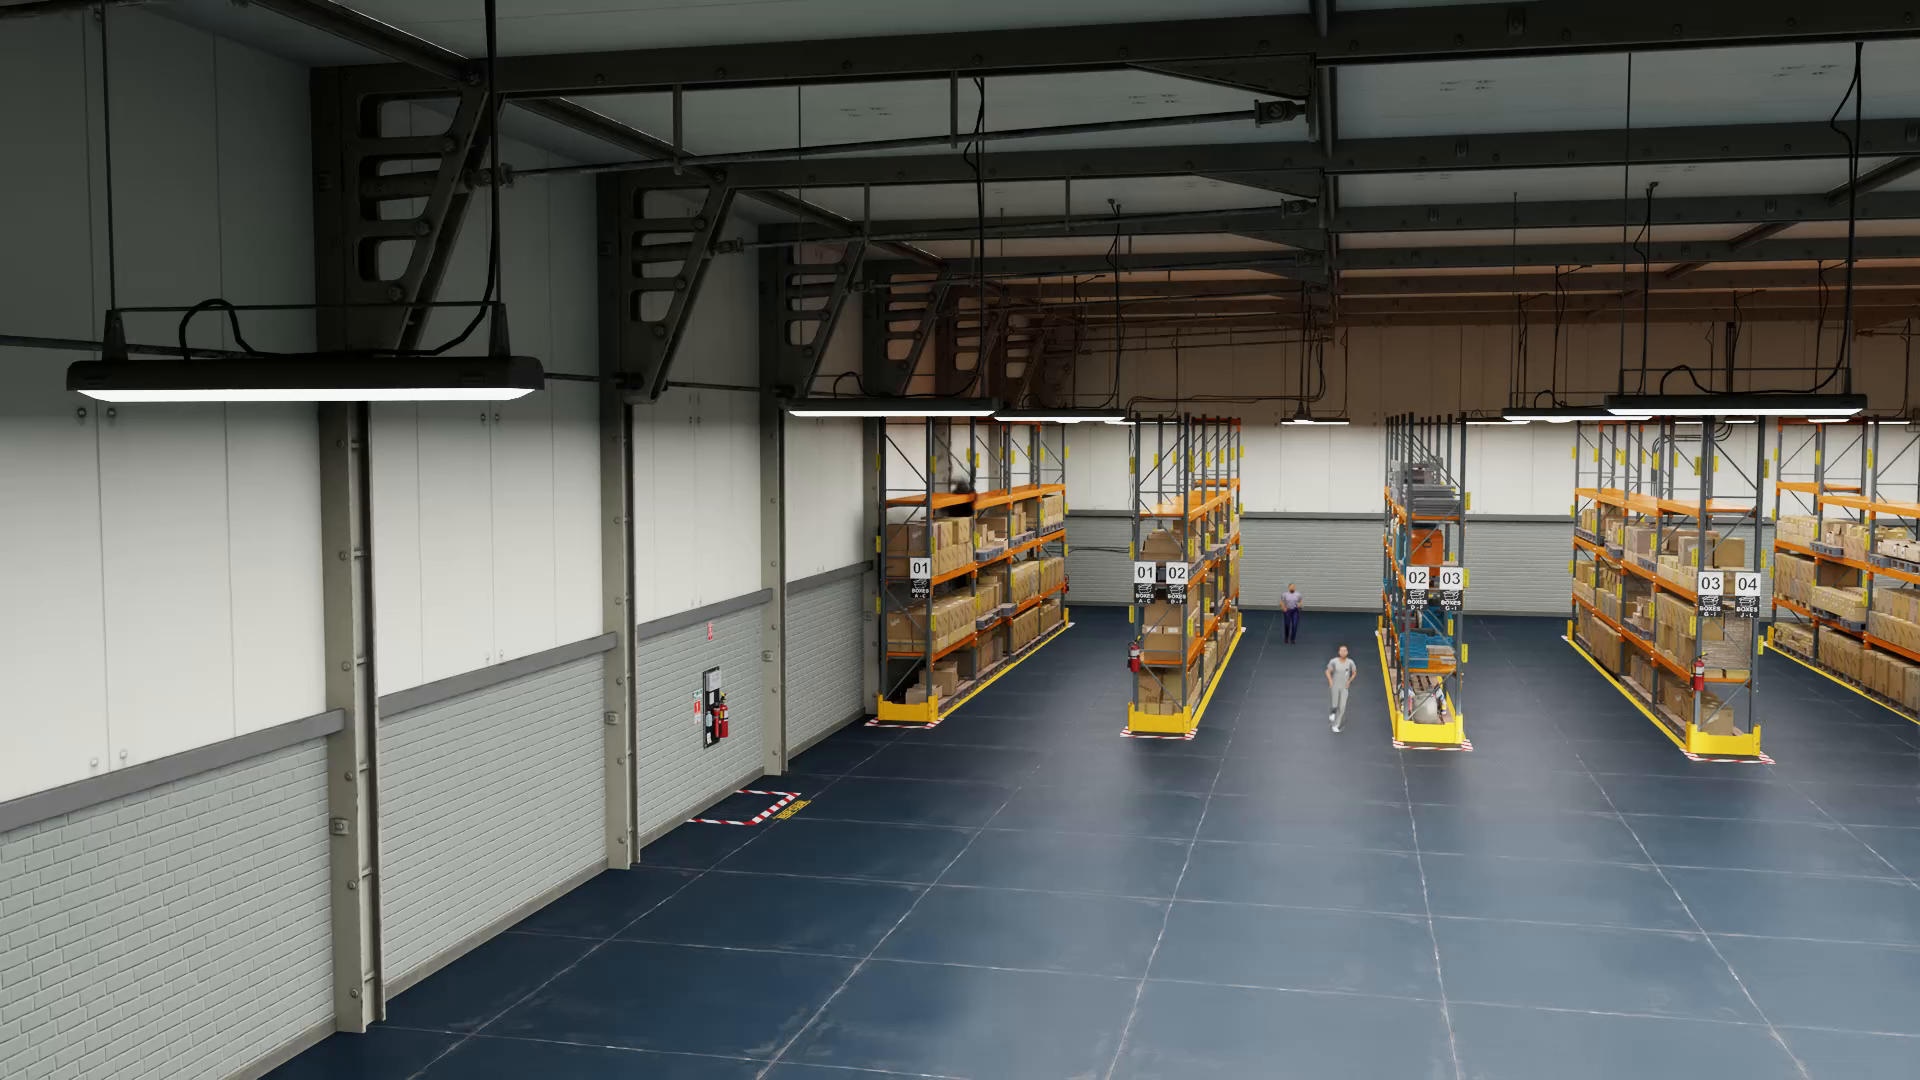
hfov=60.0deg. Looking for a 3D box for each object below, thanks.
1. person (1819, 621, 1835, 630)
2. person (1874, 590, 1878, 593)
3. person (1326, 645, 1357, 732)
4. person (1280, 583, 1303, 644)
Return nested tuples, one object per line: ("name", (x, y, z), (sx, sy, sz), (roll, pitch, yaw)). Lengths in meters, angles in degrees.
("person", (23.414, 1.861, 44.994), (0.722, 1.737, 0.586), (0, 4, -3))
("person", (23.172, 2.060, 42.082), (0.560, 1.617, 0.599), (0, 4, 2))
("person", (7.229, 2.792, 31.549), (0.565, 1.636, 0.574), (0, 4, 6))
("person", (8.754, 1.945, 43.887), (0.591, 1.617, 0.567), (0, 4, 6))
